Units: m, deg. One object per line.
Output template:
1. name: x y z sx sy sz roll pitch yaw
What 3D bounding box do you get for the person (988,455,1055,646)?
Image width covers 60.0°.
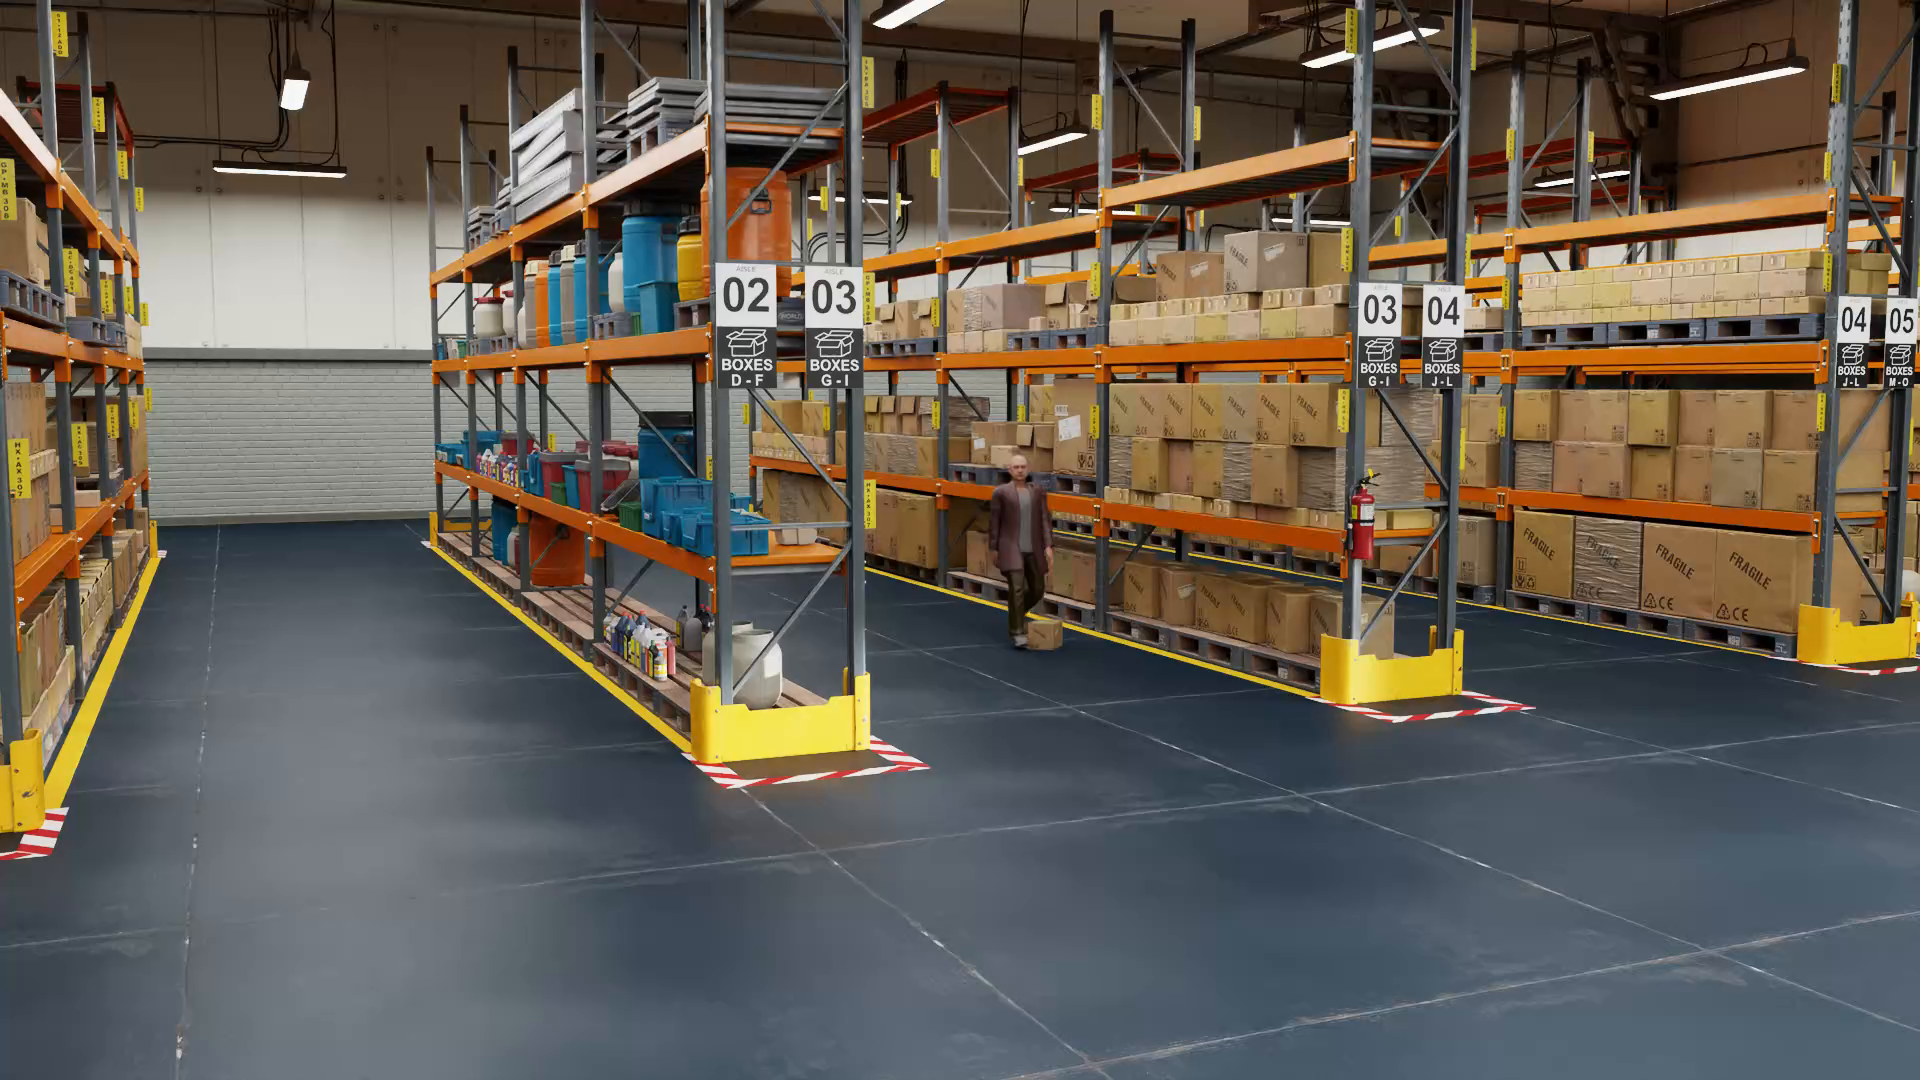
1. person: 0.566 0.080 15.587 0.599 1.753 0.849 -2 5 -17
